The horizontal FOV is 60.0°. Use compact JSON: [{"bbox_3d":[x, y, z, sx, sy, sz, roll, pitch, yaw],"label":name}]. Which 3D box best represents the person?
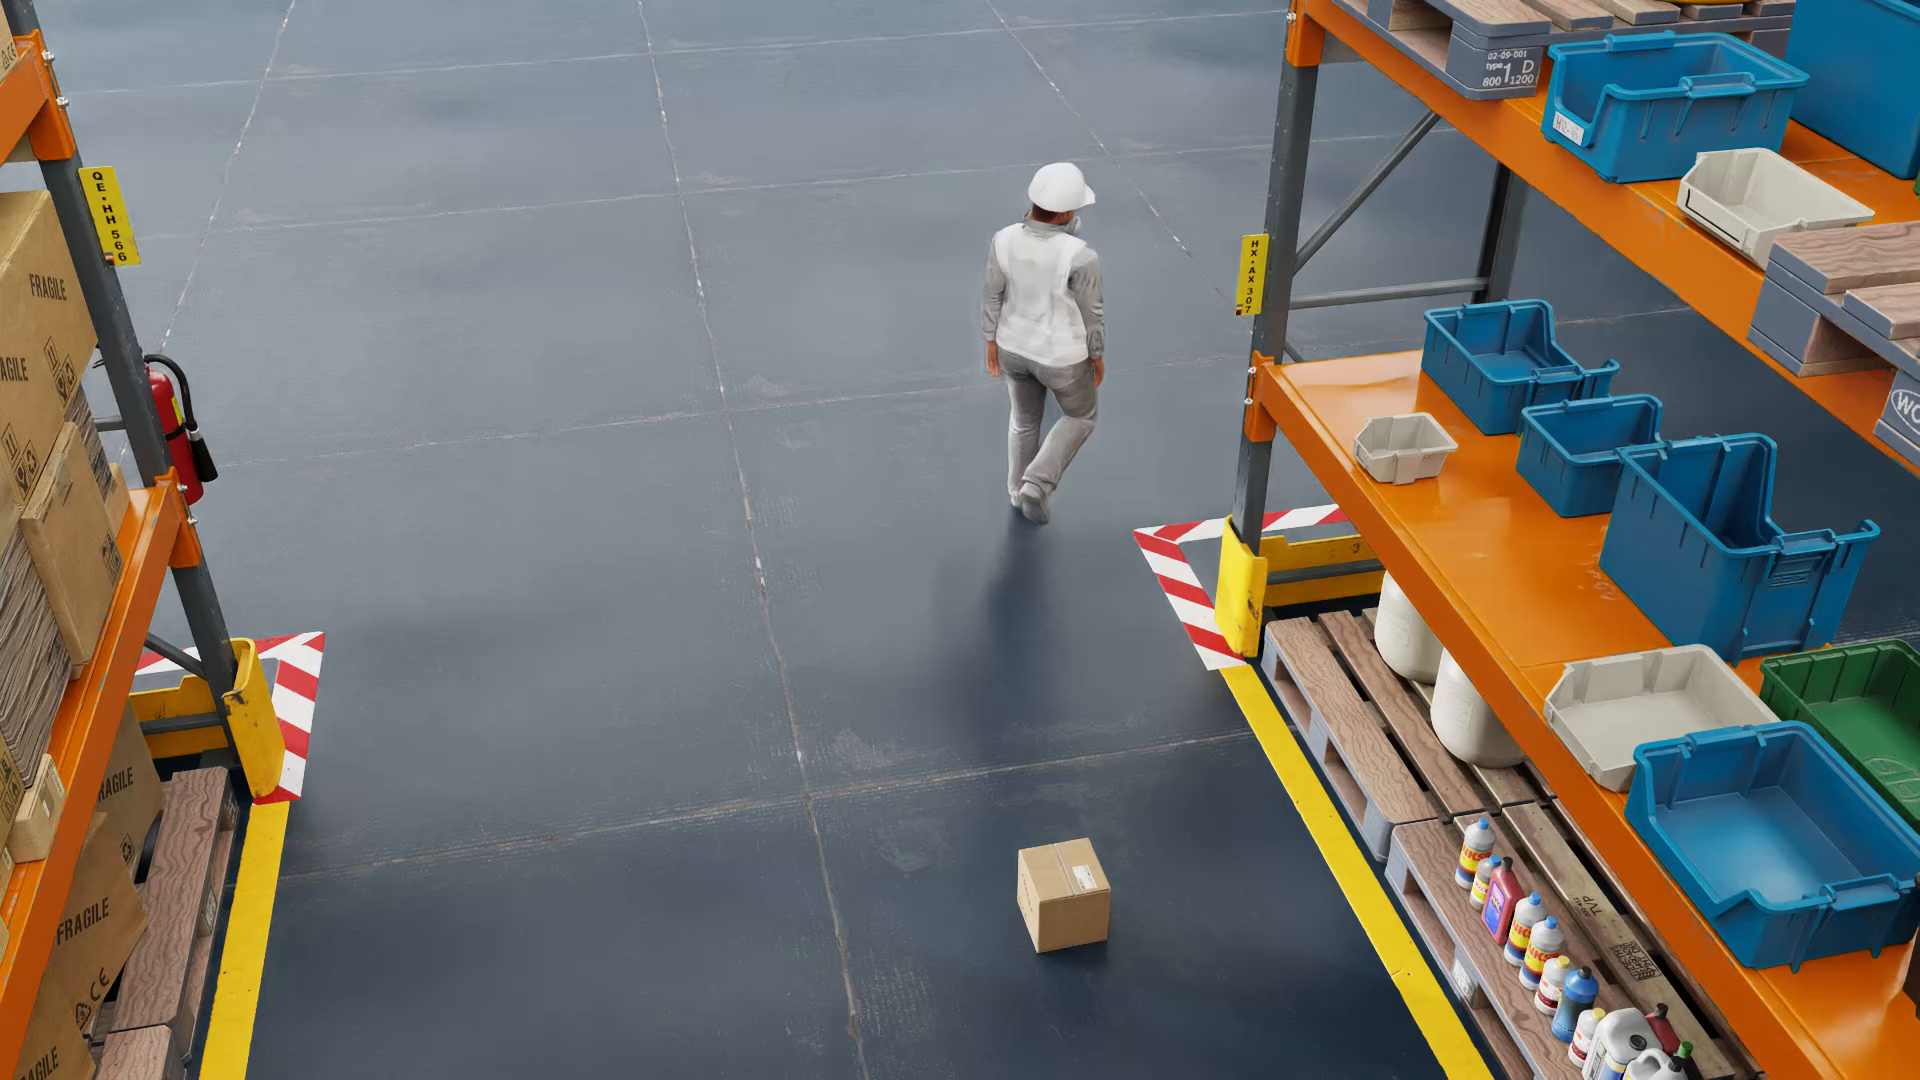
[{"bbox_3d":[0.373,-0.845,7.335,0.562,1.751,0.594,16,37,22],"label":"person"}]
